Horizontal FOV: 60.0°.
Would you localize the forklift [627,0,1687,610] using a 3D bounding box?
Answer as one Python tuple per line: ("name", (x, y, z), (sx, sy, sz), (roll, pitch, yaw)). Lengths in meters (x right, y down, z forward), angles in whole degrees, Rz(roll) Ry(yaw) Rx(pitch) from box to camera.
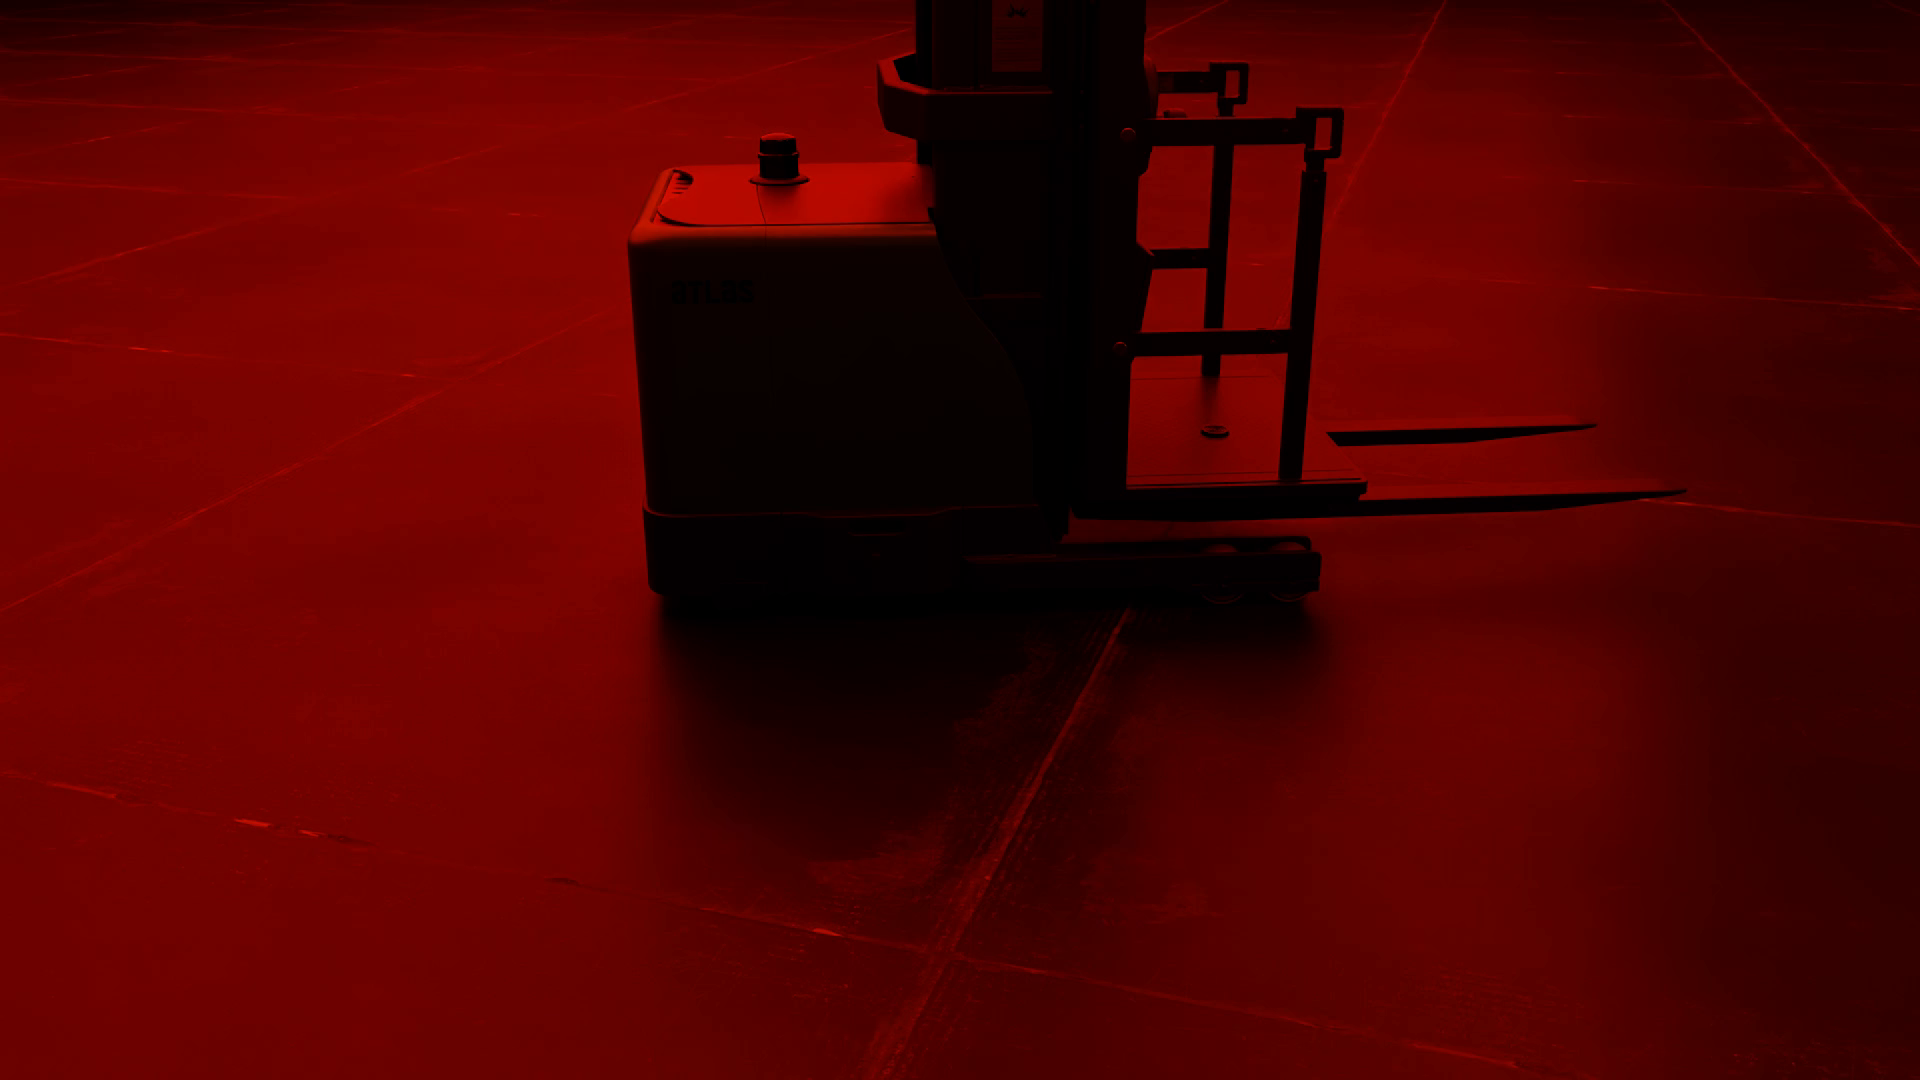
("forklift", (0.606, -1.374, 4.608), (3.031, 2.935, 1.130), (-2, 23, -4))
